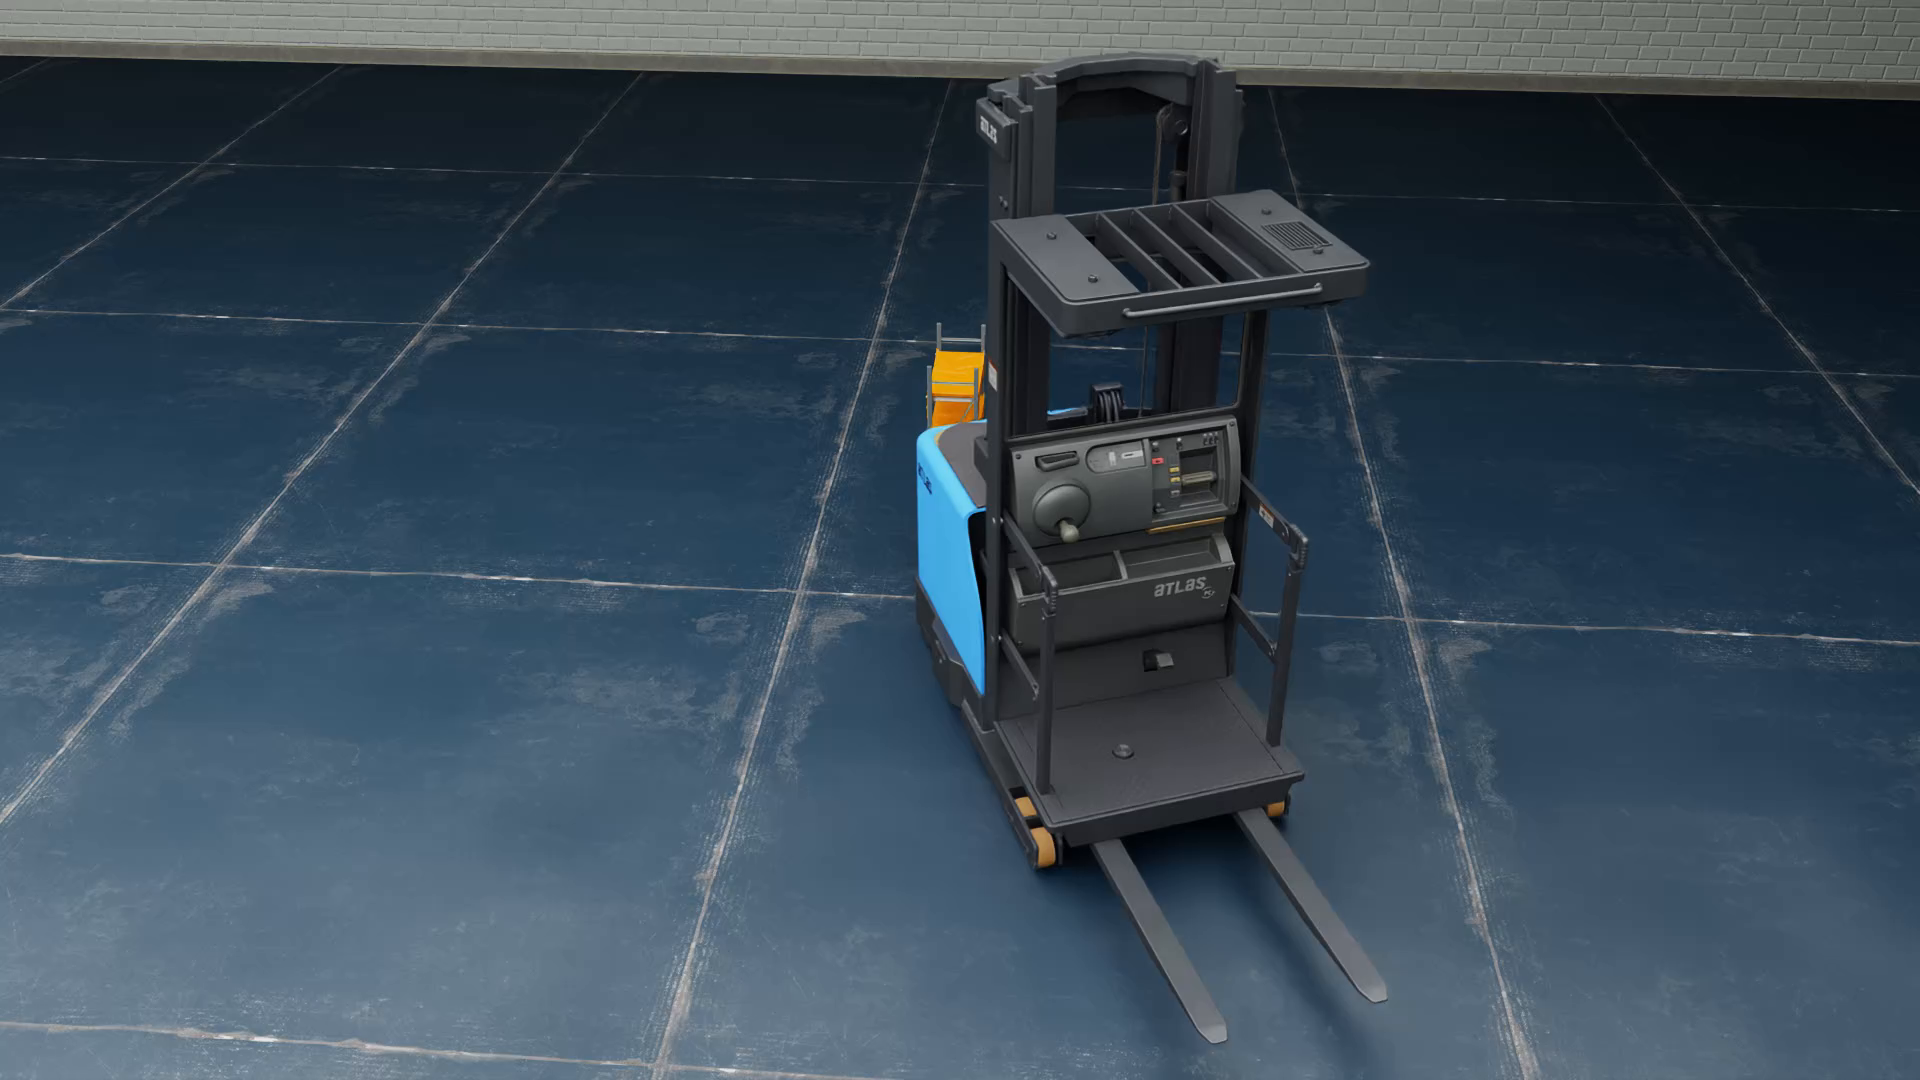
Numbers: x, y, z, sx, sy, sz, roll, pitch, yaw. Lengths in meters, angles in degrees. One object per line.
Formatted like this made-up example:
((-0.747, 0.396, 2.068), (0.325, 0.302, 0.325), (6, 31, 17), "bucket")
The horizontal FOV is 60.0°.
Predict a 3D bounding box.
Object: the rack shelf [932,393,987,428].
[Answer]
((-0.013, -0.557, 8.213), (0.258, 0.148, 0.480), (2, 32, 4), "rack shelf")

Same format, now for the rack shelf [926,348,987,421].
((-0.013, -0.759, 8.089), (0.258, 0.148, 0.480), (2, 32, 4), "rack shelf")

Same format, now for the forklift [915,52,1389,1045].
((0.714, -0.176, 6.242), (1.130, 2.935, 3.031), (-9, 33, -15), "forklift")

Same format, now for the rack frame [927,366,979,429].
((-0.033, -0.297, 8.088), (0.240, 1.200, 0.015), (2, 32, 4), "rack frame")

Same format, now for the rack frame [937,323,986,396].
((0.006, -0.552, 8.502), (0.240, 1.200, 0.015), (2, 32, 4), "rack frame")

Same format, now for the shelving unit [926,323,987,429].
((-0.013, -0.424, 8.295), (0.258, 1.200, 0.503), (2, 32, 4), "shelving unit")
